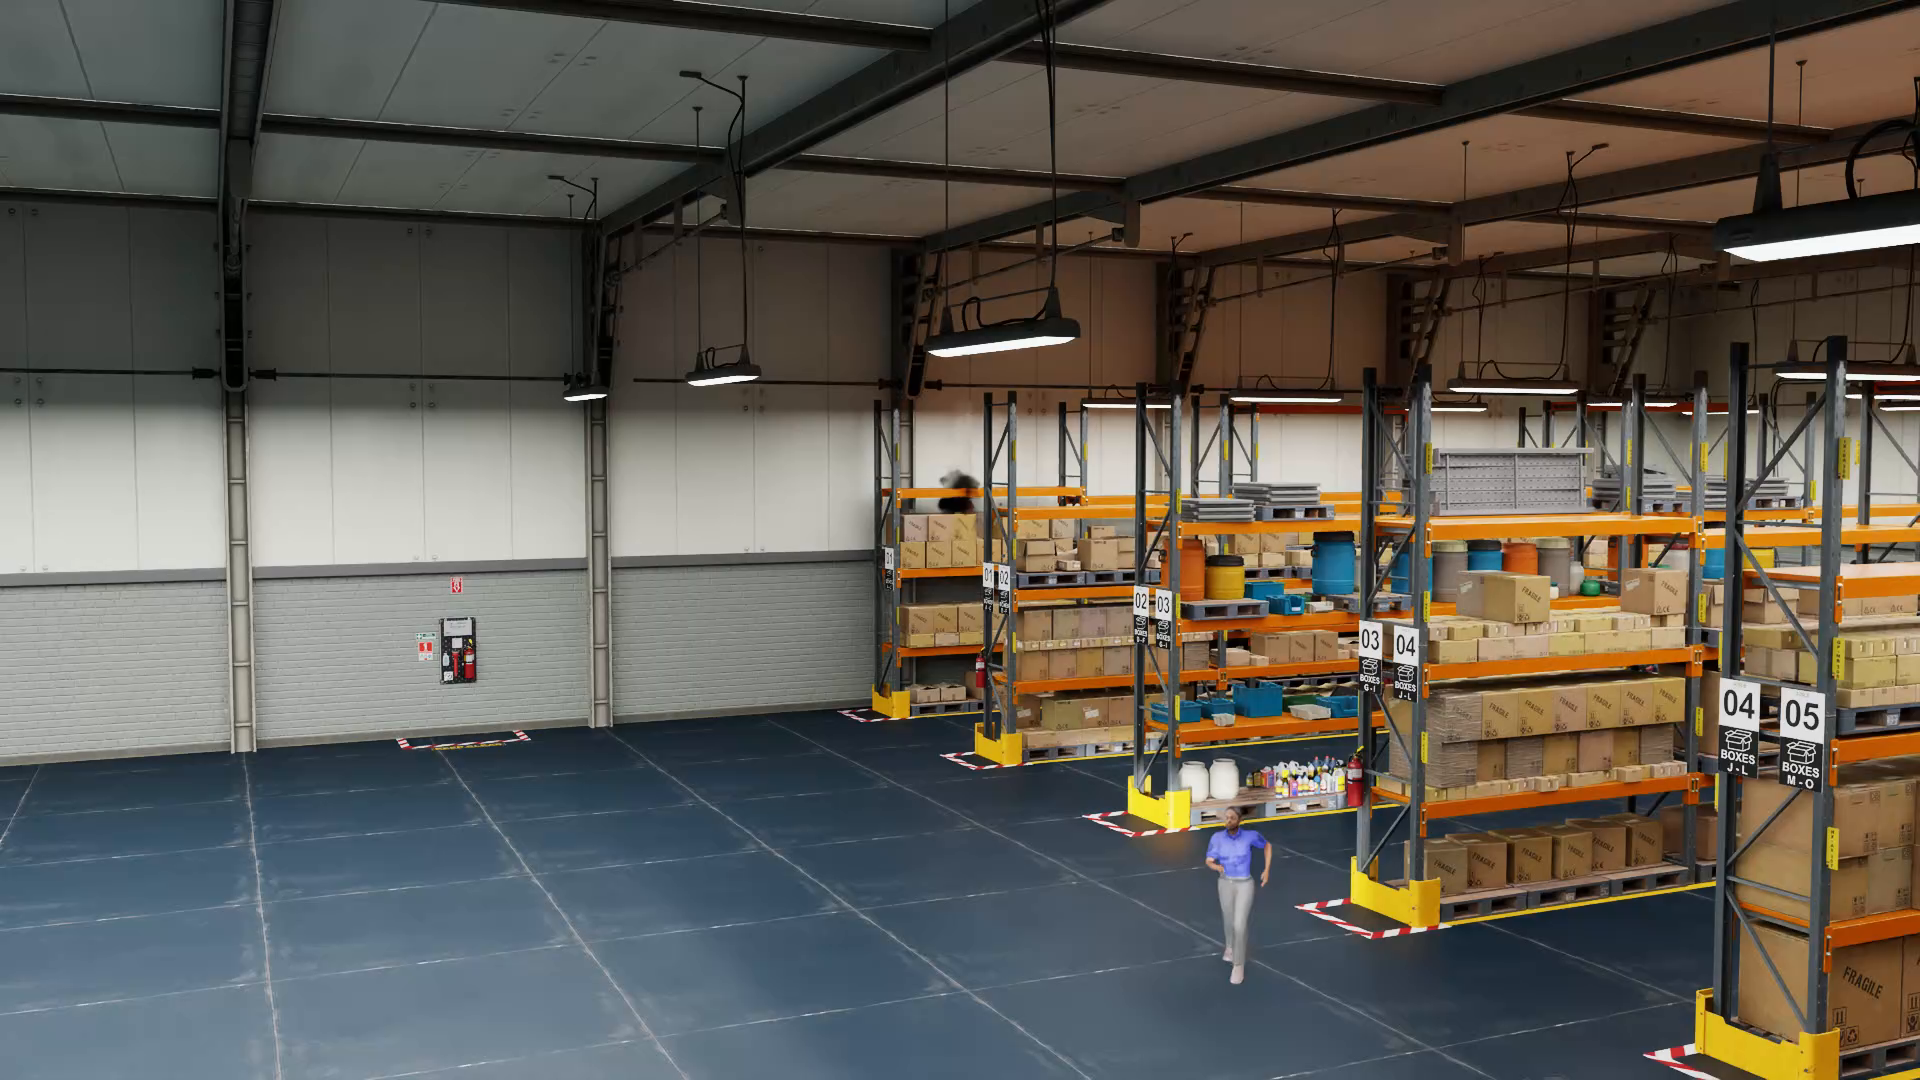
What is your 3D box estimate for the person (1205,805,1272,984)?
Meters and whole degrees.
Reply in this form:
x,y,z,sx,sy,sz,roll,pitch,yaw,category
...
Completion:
x,y,z,sx,sy,sz,roll,pitch,yaw,category
2.695,3.405,16.132,0.586,1.693,0.880,1,4,23,person
